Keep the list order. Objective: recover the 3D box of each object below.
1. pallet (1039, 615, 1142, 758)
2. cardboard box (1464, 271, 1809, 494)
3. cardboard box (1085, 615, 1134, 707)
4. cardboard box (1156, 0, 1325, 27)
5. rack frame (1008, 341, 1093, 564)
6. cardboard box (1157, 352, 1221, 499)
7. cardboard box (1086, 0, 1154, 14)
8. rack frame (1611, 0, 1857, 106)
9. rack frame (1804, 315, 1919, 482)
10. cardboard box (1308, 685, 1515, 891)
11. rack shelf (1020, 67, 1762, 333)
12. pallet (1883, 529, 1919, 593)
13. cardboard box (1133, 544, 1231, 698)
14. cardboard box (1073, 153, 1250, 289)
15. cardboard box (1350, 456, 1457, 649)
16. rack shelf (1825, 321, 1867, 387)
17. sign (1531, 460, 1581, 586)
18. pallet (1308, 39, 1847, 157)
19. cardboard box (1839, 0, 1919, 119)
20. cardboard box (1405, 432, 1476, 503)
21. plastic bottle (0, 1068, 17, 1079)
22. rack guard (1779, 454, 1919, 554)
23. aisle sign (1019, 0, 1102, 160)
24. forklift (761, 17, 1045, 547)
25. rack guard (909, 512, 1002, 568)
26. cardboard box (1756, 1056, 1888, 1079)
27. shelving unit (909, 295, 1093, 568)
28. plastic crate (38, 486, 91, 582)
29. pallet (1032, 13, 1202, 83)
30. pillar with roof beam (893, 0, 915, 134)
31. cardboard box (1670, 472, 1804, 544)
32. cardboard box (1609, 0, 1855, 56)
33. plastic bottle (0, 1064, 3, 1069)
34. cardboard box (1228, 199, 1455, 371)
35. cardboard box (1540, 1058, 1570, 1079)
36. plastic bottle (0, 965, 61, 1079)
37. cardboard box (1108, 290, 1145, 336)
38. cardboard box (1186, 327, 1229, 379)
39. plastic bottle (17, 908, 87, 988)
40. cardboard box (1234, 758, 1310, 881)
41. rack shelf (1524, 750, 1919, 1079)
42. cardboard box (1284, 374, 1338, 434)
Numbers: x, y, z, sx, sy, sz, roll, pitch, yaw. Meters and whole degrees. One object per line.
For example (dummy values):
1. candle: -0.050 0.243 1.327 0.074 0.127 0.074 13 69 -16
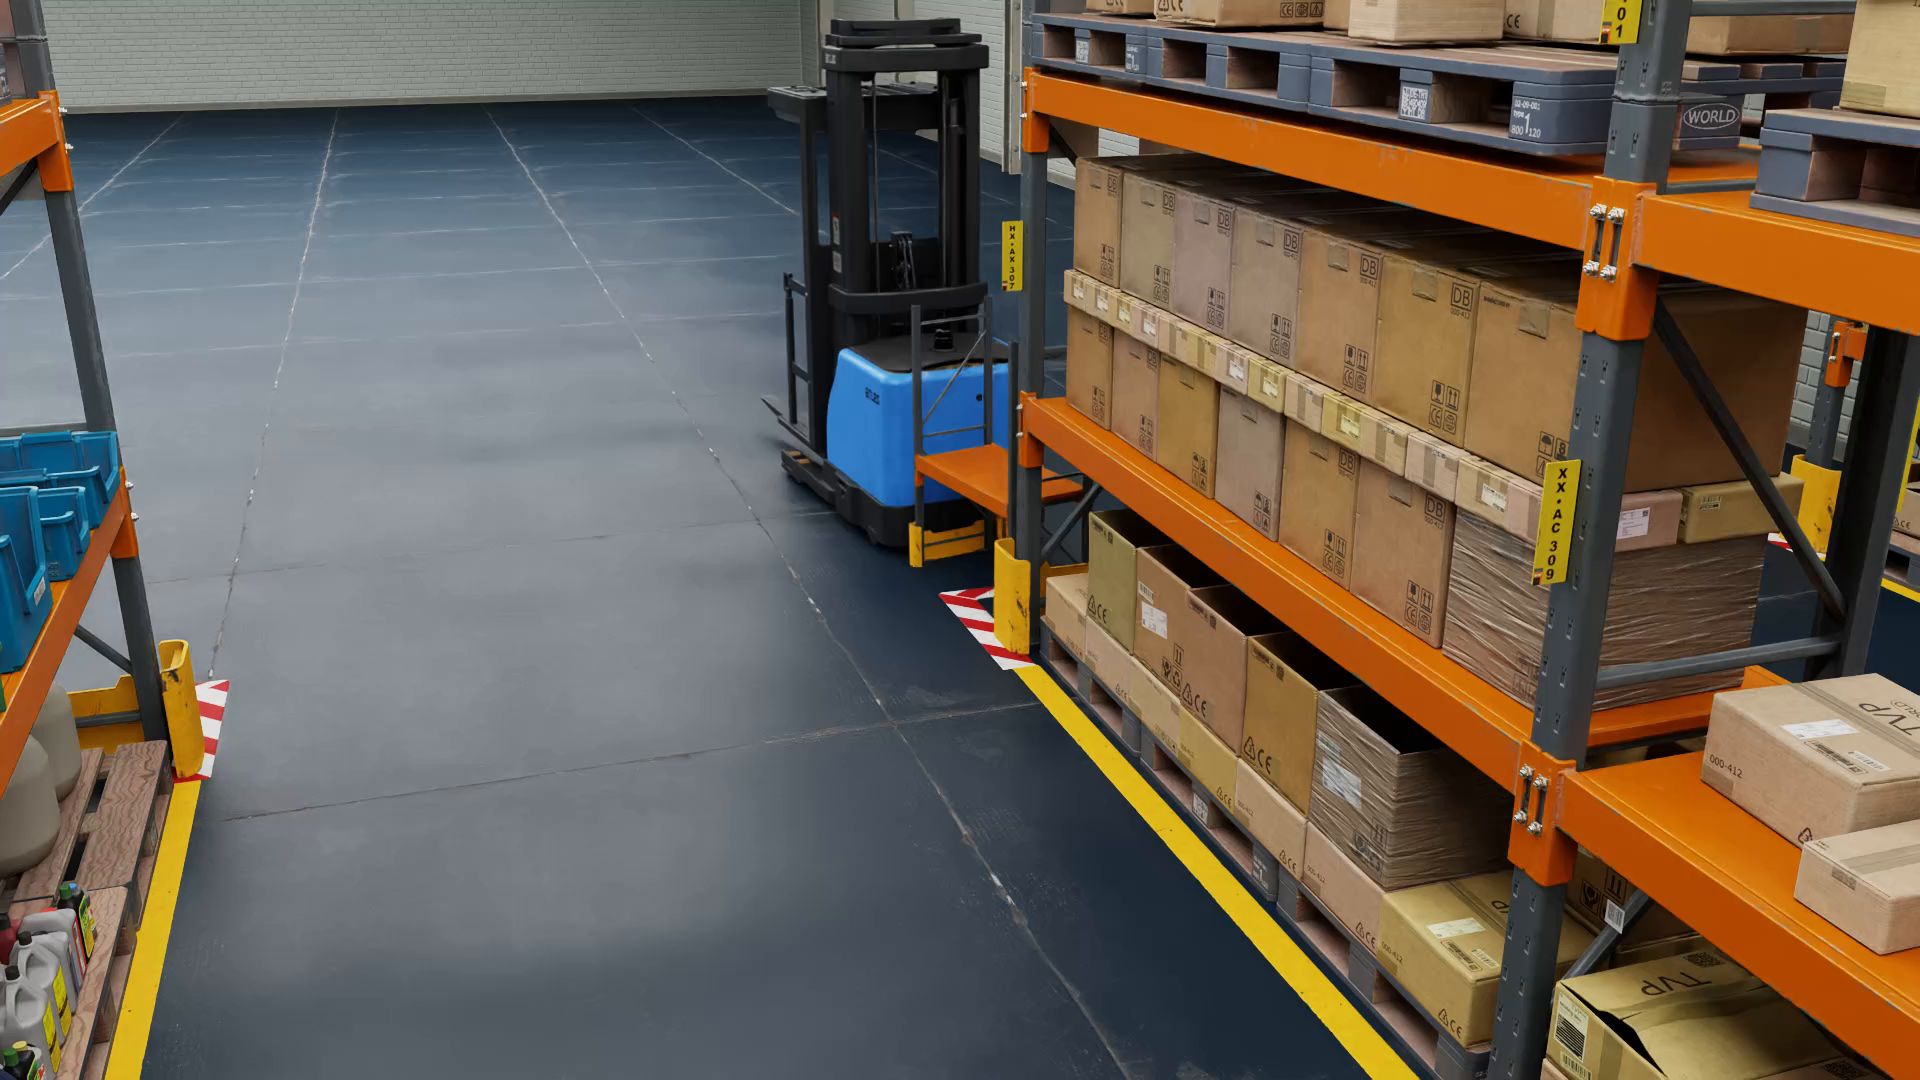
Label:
1. pallet: 1.054 0.613 7.899 1.003 0.211 1.213 -6 21 -17
2. cardboard box: 1.886 -0.456 4.683 0.700 0.500 0.500 -6 21 -17
3. cardboard box: 0.892 0.511 7.501 0.500 0.250 0.500 -6 21 -17
4. cardboard box: 1.037 -2.101 5.915 0.500 0.500 0.500 -6 21 -17
5. rack frame: 0.468 -0.311 8.556 0.500 1.500 0.032 -11 23 -28
6. cardboard box: 1.229 -0.509 6.747 0.700 0.500 0.500 -6 21 -17
7. cardboard box: 0.951 -2.480 6.964 0.797 0.503 0.637 -5 20 -13
8. rack frame: 2.031 -2.480 3.510 1.000 3.000 0.127 -6 21 -17
9. rack frame: 5.476 -1.468 9.567 1.000 3.000 0.127 -6 21 -17
10. cardboard box: 1.532 0.799 5.591 0.500 0.500 0.500 -6 21 -17
11. rack shelf: 1.403 -1.372 5.926 1.077 0.370 4.000 -6 21 -17
12. pallet: 5.721 0.133 9.234 1.003 0.211 1.213 -6 21 -17
13. cardboard box: 1.060 0.318 6.931 0.500 0.500 0.500 -6 21 -17
14. cardboard box: 0.925 -1.430 7.394 0.700 0.500 0.500 -6 21 -17
15. cardboard box: 1.714 -0.014 5.371 0.700 0.500 0.500 -7 21 -18
16. rack shelf: 6.104 -0.488 7.902 1.077 0.370 4.000 -6 21 -17
17. sign: 1.505 -0.042 4.199 0.100 0.325 0.005 -6 21 -17
18. pallet: 1.739 -1.298 4.787 1.003 0.211 1.213 -6 21 -17
19. cardboard box: 2.216 -0.997 3.418 0.500 0.250 0.500 -4 20 -12
20. cardboard box: 1.582 -0.237 5.032 0.380 0.149 0.250 -7 21 -19
21. plastic bottle: -2.591 1.544 4.449 0.144 0.351 0.185 -7 21 -19
22. rack guard: 5.499 -0.267 9.922 1.175 0.500 0.348 -6 21 -17
23. aisle sign: 0.463 -2.153 7.627 0.394 0.787 0.004 -6 21 -17
24. forklift: -0.543 -1.800 10.592 1.130 2.935 3.031 -8 21 -22
25. rack guard: -0.022 -0.017 9.585 0.587 0.250 0.087 -11 23 -28
26. cardboard box: 2.077 1.496 3.932 0.500 0.311 0.500 -7 21 -18
27. shelving unit: 0.220 -0.458 8.964 0.587 1.500 1.083 -11 23 -28
28. plastic crate: -3.289 -0.008 5.721 0.499 0.251 0.408 -6 21 -17
29. pallet: 0.972 -2.081 6.967 1.003 0.211 1.213 -6 21 -17
30. pillar with roof beam: -5.113 -11.403 28.352 9.100 9.000 0.400 -6 21 -17
31. cardboard box: 2.131 -0.116 4.695 0.380 0.149 0.250 -6 21 -17
32. cardboard box: 2.123 -1.569 4.434 0.500 0.500 0.500 -5 20 -13
33. plastic bottle: -2.673 1.538 4.582 0.097 0.271 0.097 0 20 0
34. cardboard box: 1.413 -0.940 6.028 0.700 0.500 0.500 -6 21 -17
35. cardboard box: 1.923 1.595 4.485 0.500 0.250 0.500 -7 21 -19
36. plastic bottle: -2.725 1.408 4.828 0.144 0.351 0.185 -7 21 -18
37. cardboard box: 0.856 -0.980 7.099 0.380 0.149 0.250 -6 21 -17
38. cardboard box: 1.100 -0.731 6.407 0.380 0.149 0.250 -7 21 -18
39. plastic bottle: -2.883 1.286 5.278 0.152 0.276 0.135 -6 21 -17
40. cardboard box: 1.359 0.993 6.160 0.500 0.250 0.500 -6 21 -17
41. rack shelf: 2.660 1.323 2.859 1.077 0.370 4.000 -6 21 -17
42. cardboard box: 1.345 -0.482 5.712 0.380 0.149 0.250 -6 21 -16
